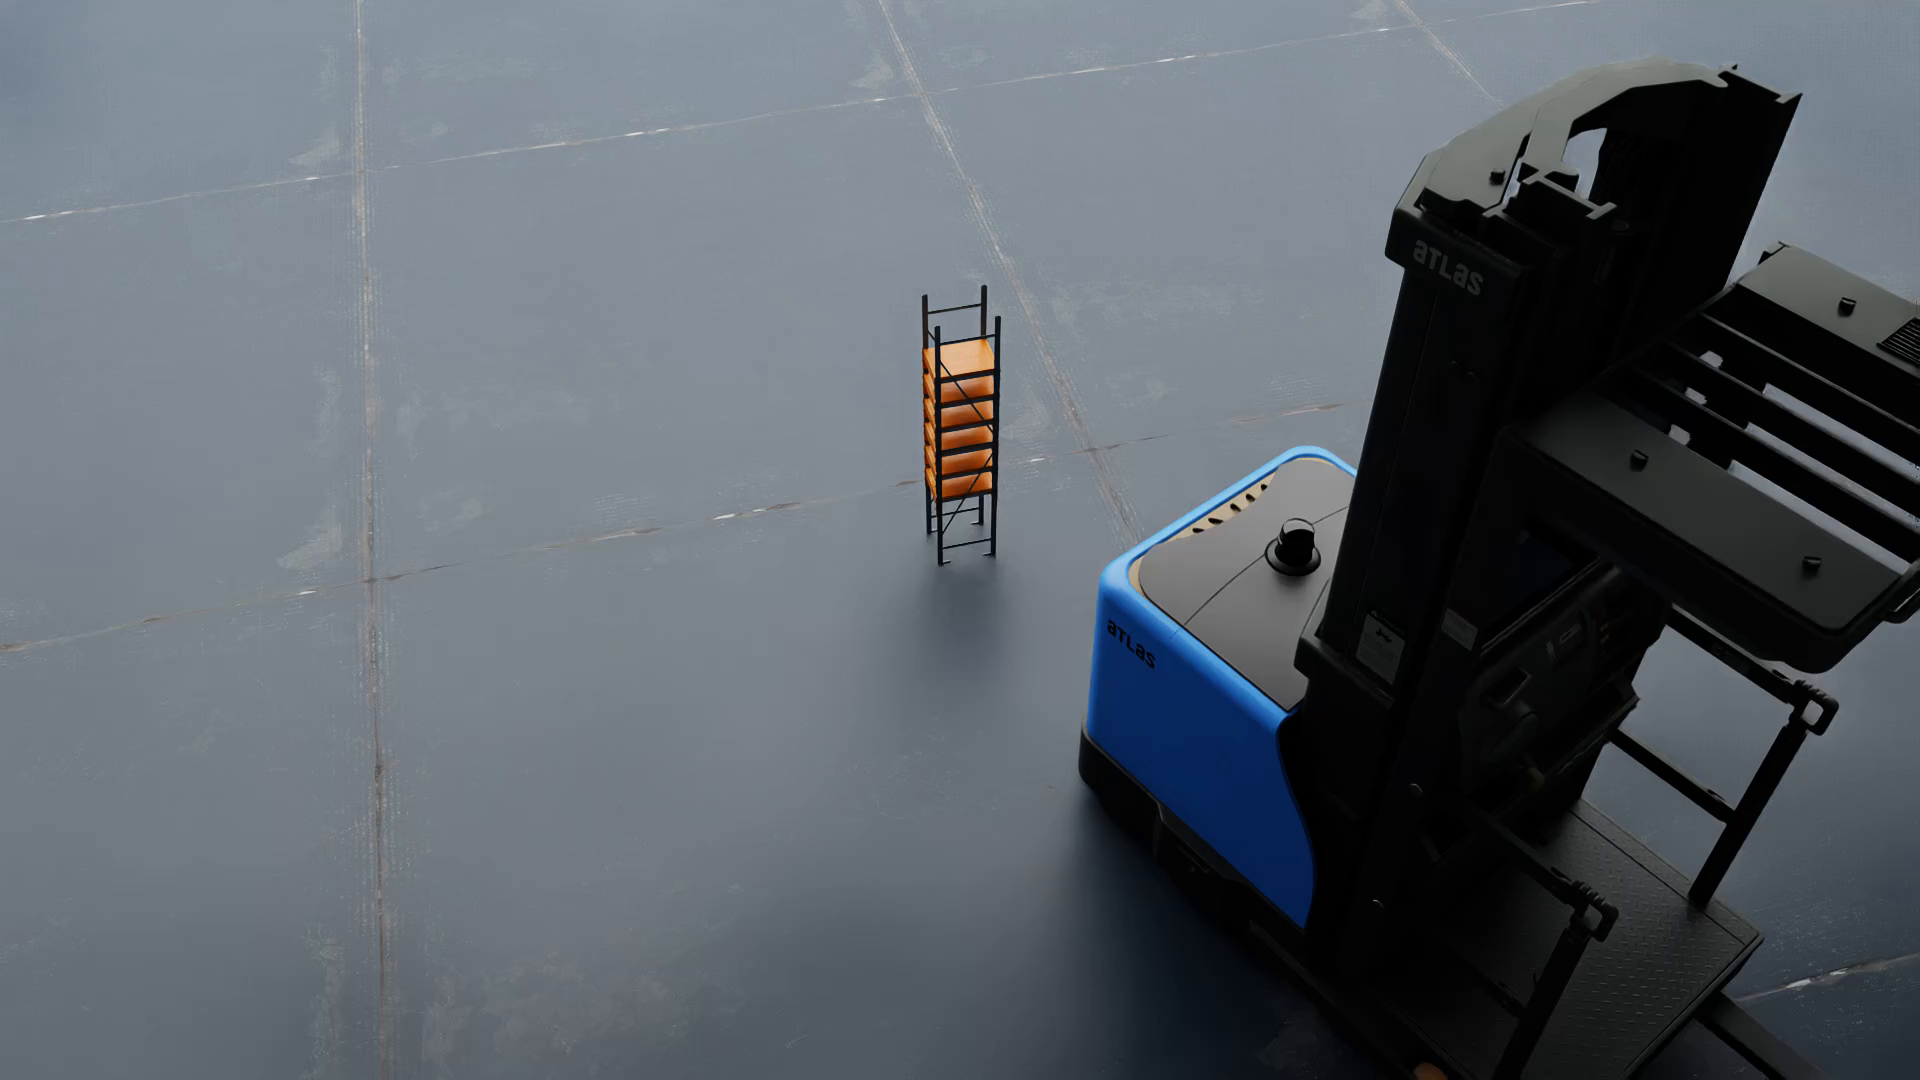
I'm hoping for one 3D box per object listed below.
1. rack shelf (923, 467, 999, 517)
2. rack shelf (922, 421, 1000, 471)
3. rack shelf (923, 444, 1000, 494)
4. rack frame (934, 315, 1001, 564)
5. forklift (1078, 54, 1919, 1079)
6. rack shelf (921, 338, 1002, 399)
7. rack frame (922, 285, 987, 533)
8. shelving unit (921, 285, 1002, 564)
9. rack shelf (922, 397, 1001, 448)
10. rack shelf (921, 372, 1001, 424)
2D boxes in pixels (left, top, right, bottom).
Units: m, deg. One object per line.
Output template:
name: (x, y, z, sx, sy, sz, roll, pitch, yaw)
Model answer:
rack shelf: (0.004, -0.211, 6.515, 0.258, 0.103, 0.180, -11, 47, -10)
rack shelf: (0.004, -0.379, 6.343, 0.258, 0.103, 0.180, -11, 47, -10)
rack shelf: (0.004, -0.295, 6.429, 0.258, 0.103, 0.180, -11, 47, -10)
rack frame: (0.027, -0.347, 6.250, 0.240, 1.200, 0.006, -11, 47, -10)
forklift: (1.743, 0.413, 4.293, 1.130, 2.935, 3.031, -31, 53, -27)
rack shelf: (0.004, -0.631, 6.086, 0.258, 0.103, 0.180, -11, 47, -10)
rack frame: (-0.020, -0.473, 6.374, 0.240, 1.200, 0.006, -11, 47, -10)
shelving unit: (0.004, -0.410, 6.312, 0.258, 1.200, 0.189, -11, 47, -10)
rack shelf: (0.004, -0.463, 6.258, 0.258, 0.103, 0.180, -11, 47, -10)
rack shelf: (0.004, -0.547, 6.172, 0.258, 0.103, 0.180, -11, 47, -10)
